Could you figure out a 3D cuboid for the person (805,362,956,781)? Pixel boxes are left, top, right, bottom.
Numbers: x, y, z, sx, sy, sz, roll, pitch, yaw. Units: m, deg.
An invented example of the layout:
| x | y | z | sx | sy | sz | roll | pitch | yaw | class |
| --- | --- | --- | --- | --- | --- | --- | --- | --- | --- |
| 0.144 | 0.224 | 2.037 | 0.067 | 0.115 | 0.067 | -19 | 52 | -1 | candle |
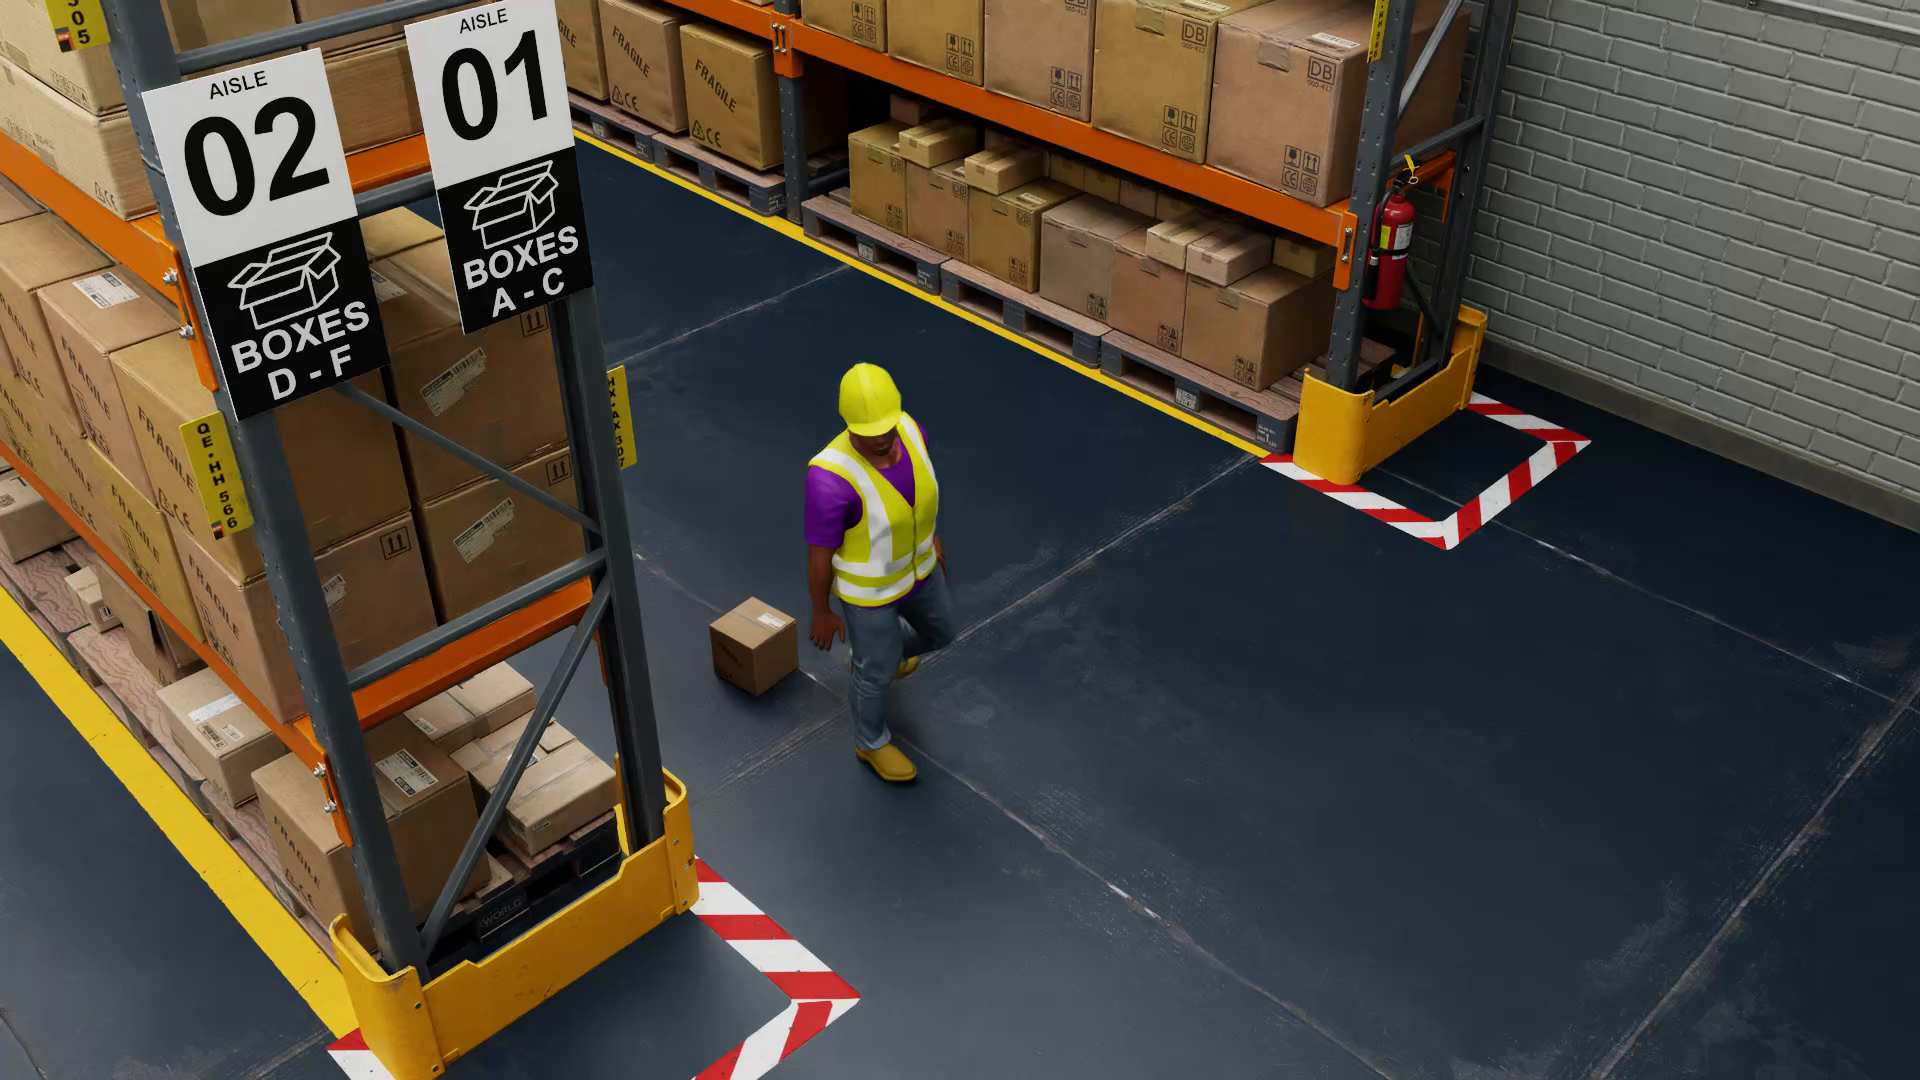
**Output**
| x | y | z | sx | sy | sz | roll | pitch | yaw | class |
| --- | --- | --- | --- | --- | --- | --- | --- | --- | --- |
| -0.308 | 0.077 | 6.007 | 0.515 | 1.767 | 0.746 | 23 | 41 | 29 | person |
